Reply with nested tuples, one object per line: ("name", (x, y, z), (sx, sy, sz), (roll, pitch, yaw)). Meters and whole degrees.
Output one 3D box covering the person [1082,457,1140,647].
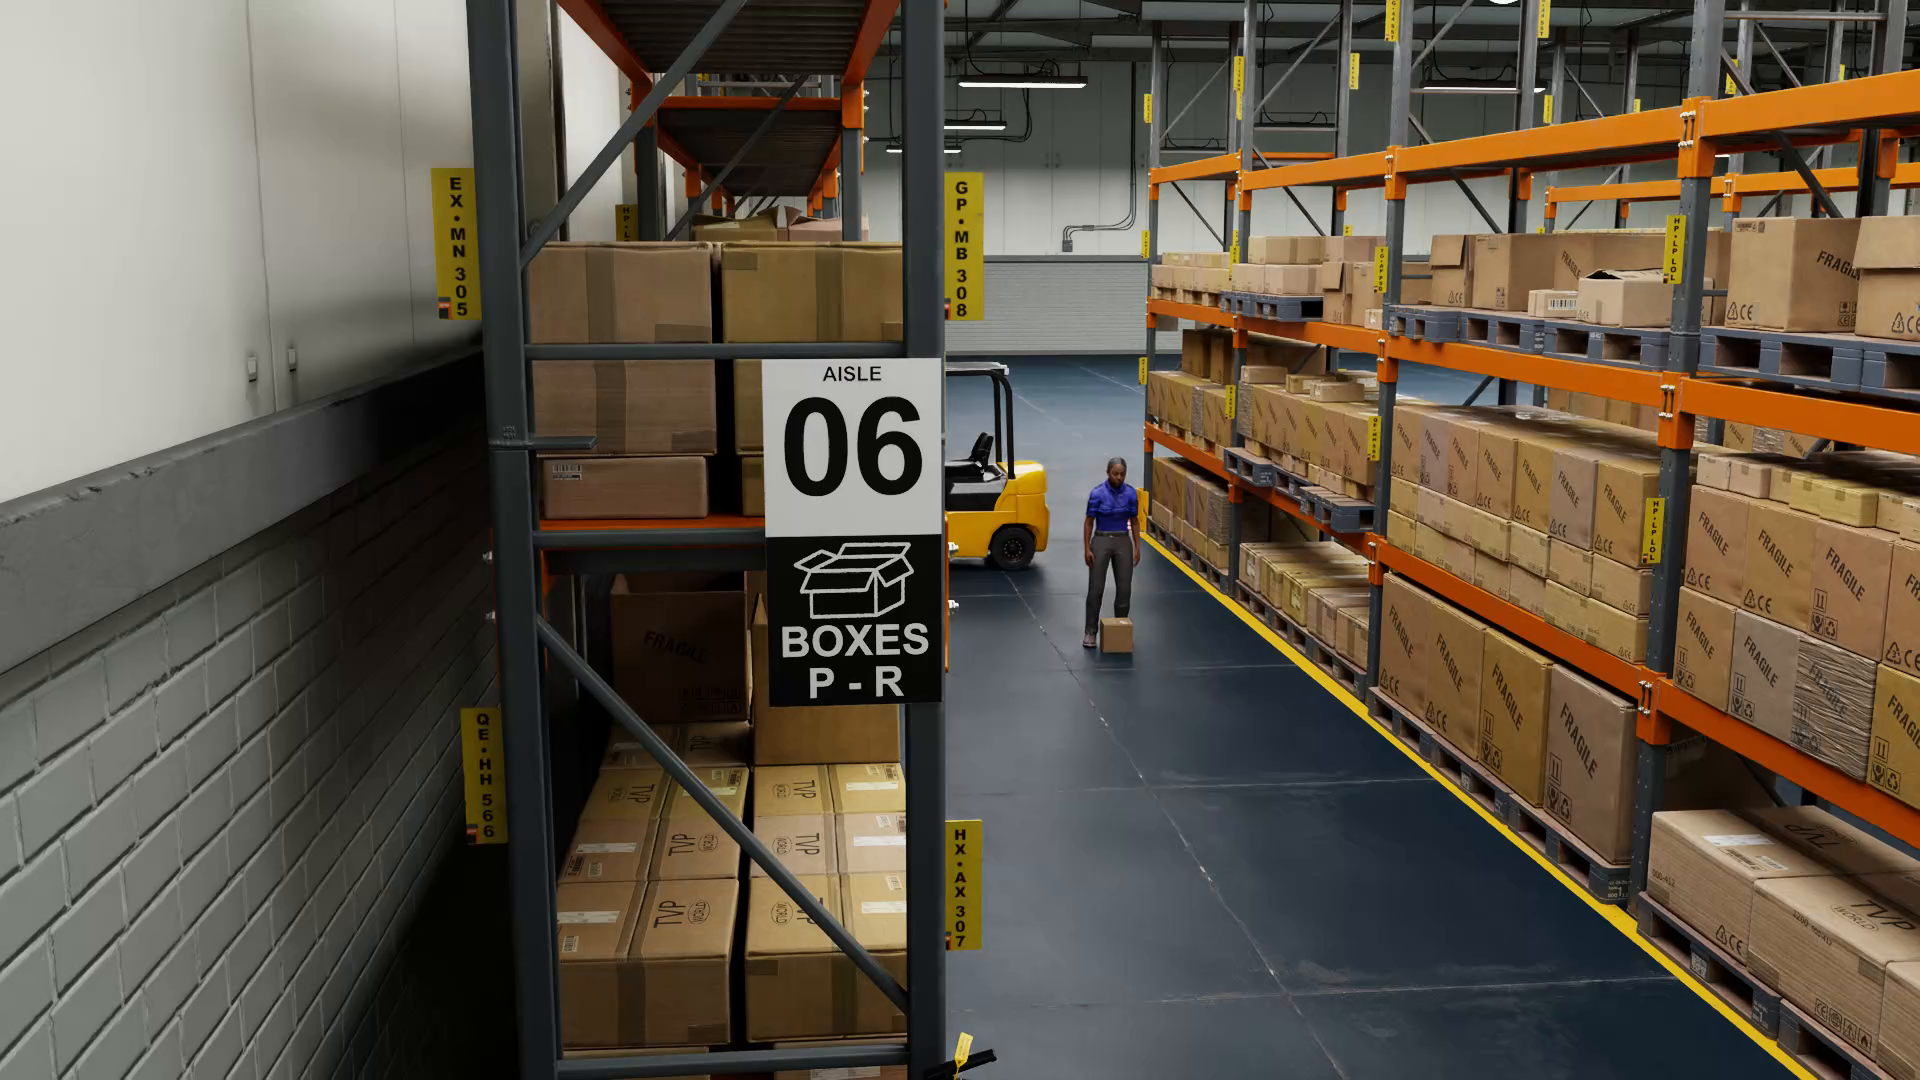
("person", (1.311, 0.089, 14.419), (0.515, 1.654, 0.353), (-1, 10, -7))
